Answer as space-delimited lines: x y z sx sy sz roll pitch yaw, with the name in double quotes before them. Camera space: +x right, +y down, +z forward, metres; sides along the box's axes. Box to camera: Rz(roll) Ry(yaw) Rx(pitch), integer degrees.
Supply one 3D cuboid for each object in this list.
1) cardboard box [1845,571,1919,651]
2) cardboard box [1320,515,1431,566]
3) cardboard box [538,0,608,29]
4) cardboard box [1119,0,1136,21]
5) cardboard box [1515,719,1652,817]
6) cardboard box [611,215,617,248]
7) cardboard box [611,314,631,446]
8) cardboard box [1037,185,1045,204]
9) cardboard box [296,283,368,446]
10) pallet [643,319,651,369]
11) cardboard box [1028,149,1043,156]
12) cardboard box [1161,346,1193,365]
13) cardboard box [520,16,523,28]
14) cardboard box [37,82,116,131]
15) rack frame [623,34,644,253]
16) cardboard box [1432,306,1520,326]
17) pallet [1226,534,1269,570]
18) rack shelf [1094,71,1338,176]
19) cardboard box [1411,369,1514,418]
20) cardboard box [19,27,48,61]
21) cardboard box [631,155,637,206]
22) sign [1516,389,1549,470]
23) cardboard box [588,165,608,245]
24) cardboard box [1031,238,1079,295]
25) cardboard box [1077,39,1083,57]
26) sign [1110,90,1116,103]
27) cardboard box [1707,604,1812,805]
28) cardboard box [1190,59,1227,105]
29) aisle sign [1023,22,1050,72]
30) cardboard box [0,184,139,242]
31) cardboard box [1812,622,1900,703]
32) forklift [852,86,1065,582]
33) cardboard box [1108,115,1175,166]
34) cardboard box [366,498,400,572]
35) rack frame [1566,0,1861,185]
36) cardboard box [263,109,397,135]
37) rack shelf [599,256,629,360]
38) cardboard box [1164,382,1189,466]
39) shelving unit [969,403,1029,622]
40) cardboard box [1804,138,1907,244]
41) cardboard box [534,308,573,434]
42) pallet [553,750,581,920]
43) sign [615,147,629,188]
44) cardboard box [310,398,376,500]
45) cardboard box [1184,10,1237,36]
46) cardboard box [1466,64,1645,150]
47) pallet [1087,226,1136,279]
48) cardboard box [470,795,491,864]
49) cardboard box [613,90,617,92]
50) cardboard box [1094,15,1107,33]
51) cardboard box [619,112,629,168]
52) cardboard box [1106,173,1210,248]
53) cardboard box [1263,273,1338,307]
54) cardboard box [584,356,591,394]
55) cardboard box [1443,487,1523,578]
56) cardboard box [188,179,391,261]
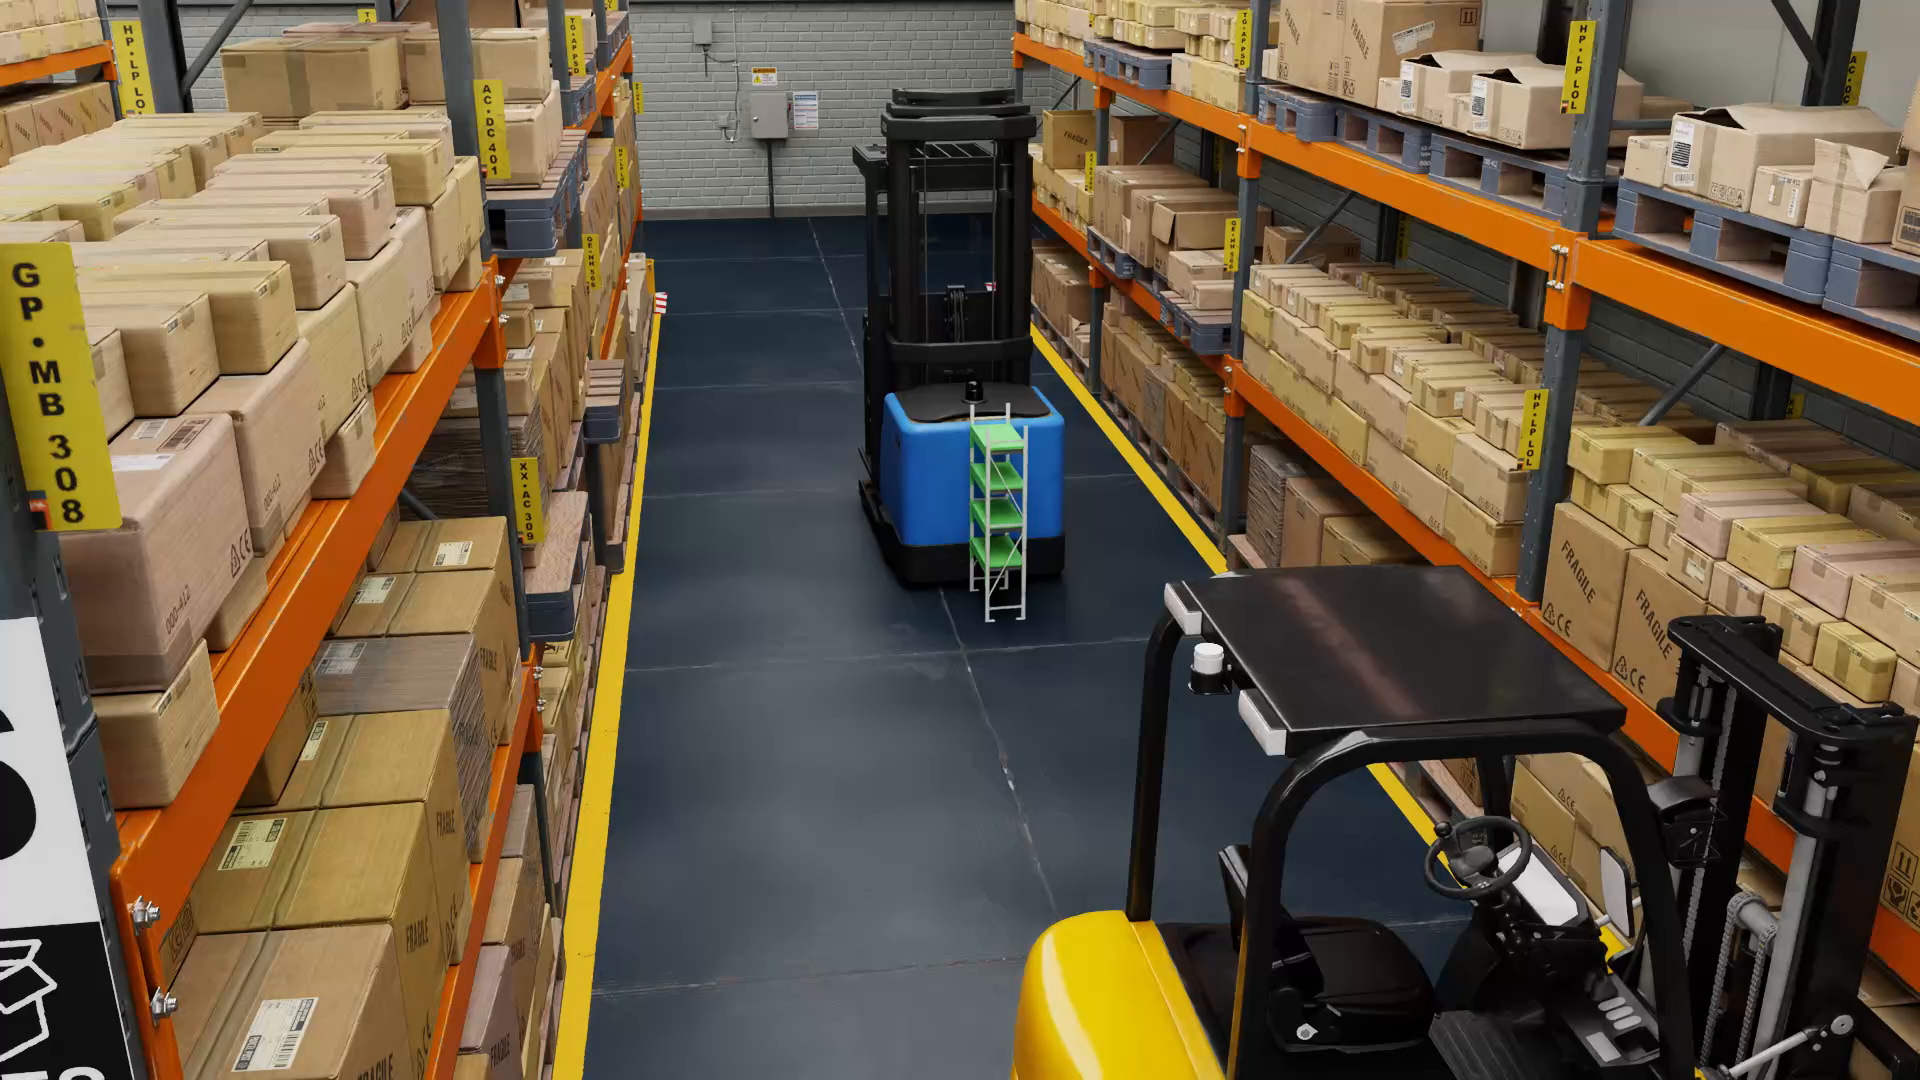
"cardboard box" 2.863 0.204 4.888 0.380 0.149 0.250 -3 21 -8
"cardboard box" 2.492 0.247 9.060 0.875 0.625 0.625 -4 21 -10
"cardboard box" -3.148 -4.387 13.502 0.500 0.500 0.500 -3 21 -7
"cardboard box" 1.416 -4.007 12.562 0.380 0.149 0.250 -3 21 -9
"cardboard box" 2.552 0.847 6.561 0.500 0.250 0.500 -3 21 -9
"cardboard box" -2.888 -2.328 12.662 0.500 0.250 0.500 -2 21 -6
"cardboard box" -2.965 -1.156 12.460 0.875 0.875 0.875 -2 21 -6
"cardboard box" 0.976 -3.420 16.445 0.380 0.149 0.250 -4 21 -9
"cardboard box" -1.512 -0.337 3.333 0.500 0.250 0.500 -2 21 -6
"pallet" -3.483 -1.861 15.898 1.003 0.211 1.213 -3 21 -8
"cardboard box" 0.935 -3.838 16.993 0.500 0.250 0.500 -3 21 -7
"cardboard box" 1.746 -1.380 12.669 0.380 0.149 0.250 -3 21 -8
"cardboard box" -3.026 -3.074 10.130 0.700 0.500 0.500 -4 21 -10
"cardboard box" -8.420 -4.086 15.872 0.500 0.500 0.500 -3 21 -9
"rack frame" -3.848 -3.862 17.270 1.000 3.000 0.127 -3 21 -8
"cardboard box" 2.773 -1.156 8.955 0.380 0.149 0.250 -3 21 -9
"pallet" 2.296 0.249 10.247 1.003 0.211 1.213 -3 21 -8
"rack shelf" 1.928 -3.105 11.982 1.077 0.370 4.000 -3 21 -8
"cardboard box" 2.317 -0.677 7.672 0.380 0.149 0.250 -4 21 -9
"cardboard box" -8.169 -4.236 14.199 0.500 0.250 0.500 -2 21 -5
"cardboard box" -3.375 -3.403 15.898 0.500 0.500 0.500 -2 21 -6
"sign" 2.257 -0.434 6.548 0.100 0.325 0.005 -3 21 -8
"cardboard box" -2.734 -2.317 11.560 0.500 0.500 0.500 -3 21 -7
"cardboard box" 1.058 -2.924 17.727 0.797 0.503 0.637 -4 21 -10
"cardboard box" 1.233 -4.304 14.525 0.380 0.149 0.250 -2 21 -6
"sign" 1.615 -4.825 17.742 0.100 0.325 0.005 -3 21 -8
"cardboard box" 2.764 0.516 5.405 0.500 0.500 0.500 -3 21 -8
"cardboard box" 1.829 -3.018 10.938 0.500 0.250 0.500 -3 21 -8
"aisle sign" 0.763 -5.340 17.512 0.394 0.787 0.004 -3 21 -8
"cardboard box" -2.090 -0.709 3.759 0.380 0.149 0.250 -3 21 -7
"cardboard box" 2.782 0.350 4.921 0.380 0.149 0.250 -3 21 -9
"forklift" -0.116 -1.590 11.284 1.130 2.935 3.031 -4 21 -10
"cardboard box" 1.688 -3.678 15.495 0.500 0.500 0.500 -3 21 -9
"cardboard box" -2.269 -0.199 5.464 0.700 0.500 0.500 -3 21 -8
"rack frame" 2.793 -2.769 5.770 1.000 3.000 0.127 -3 21 -8
"cardboard box" -2.346 -1.434 6.095 0.500 0.250 0.500 -3 21 -9
"rack shelf" -2.983 -1.448 11.833 1.077 0.370 4.000 -3 21 -8
"cardboard box" 1.803 -0.860 12.204 0.500 0.500 0.500 -2 21 -5
"shelving unit" 0.225 -0.166 9.947 0.258 1.200 0.503 -4 21 -10
"cardboard box" 2.706 -1.016 4.810 0.396 0.266 0.258 -3 21 -9
"cardboard box" -2.117 -0.790 7.875 0.500 0.500 0.500 -4 21 -10
"pallet" -2.232 1.329 7.355 1.003 0.211 1.213 -3 21 -8
"sign" -2.736 -3.013 13.455 0.100 0.325 0.005 -3 21 -8
"cardboard box" -1.458 -0.188 3.505 0.380 0.149 0.250 -3 21 -7
"cardboard box" 1.726 -3.471 11.155 0.380 0.149 0.250 -3 21 -9
"cardboard box" 2.448 -1.804 6.857 0.500 0.311 0.500 -4 21 -9
"pallet" 1.647 -2.357 13.513 1.003 0.211 1.213 -3 21 -8
"cardboard box" -1.621 0.858 4.991 0.380 0.149 0.250 -3 21 -9
"cardboard box" -3.341 -4.036 15.237 0.380 0.149 0.250 -2 21 -6
"cardboard box" 1.289 -4.136 13.333 0.380 0.149 0.250 -3 21 -7
"cardboard box" -3.230 -3.523 14.789 0.500 0.500 0.500 -3 21 -7
"cardboard box" 1.563 -2.614 13.186 0.700 0.500 0.500 -3 21 -7
"cardboard box" 2.011 -1.477 9.814 0.380 0.149 0.250 -2 21 -7
"cardboard box" -2.224 -0.896 9.086 0.380 0.149 0.250 -3 21 -8
"cardboard box" 2.462 -0.050 7.277 0.500 0.250 0.500 -2 21 -7
"cardboard box" -1.539 -0.738 3.836 0.380 0.149 0.250 -3 21 -7
